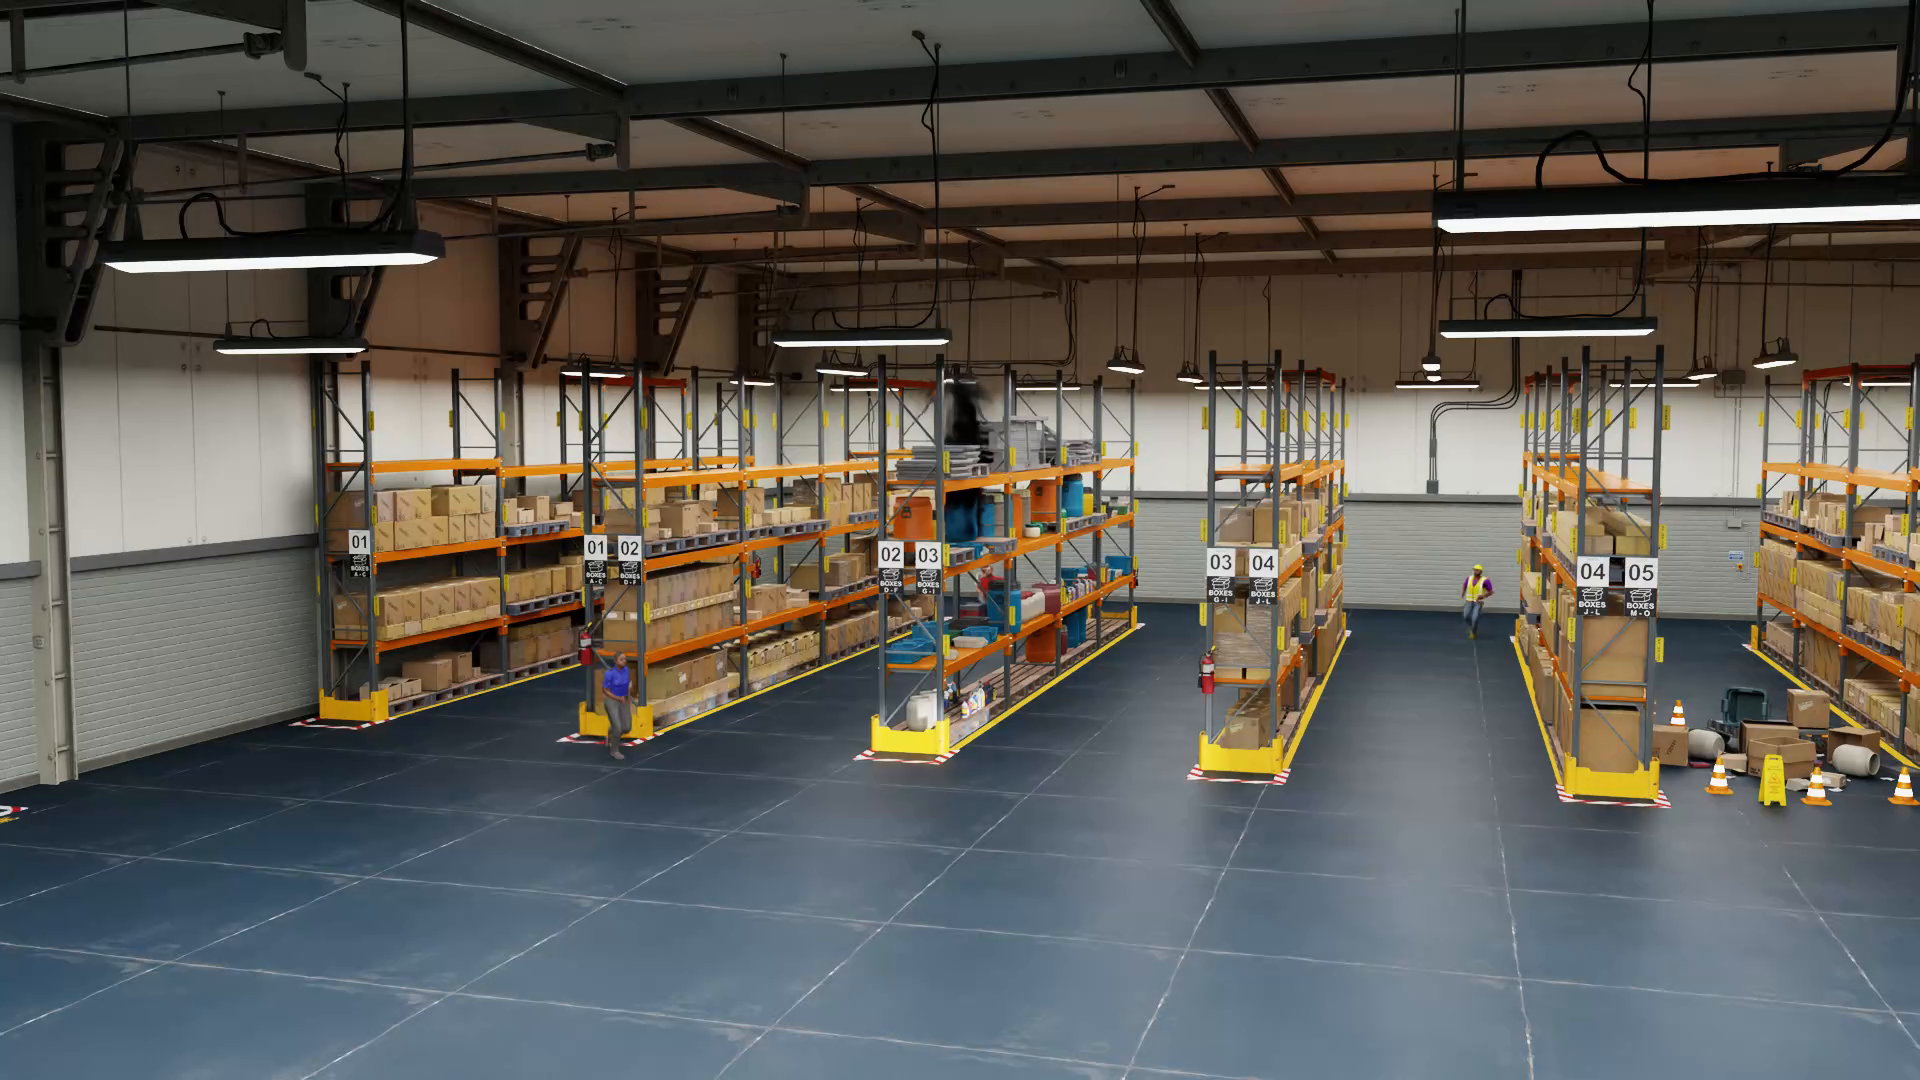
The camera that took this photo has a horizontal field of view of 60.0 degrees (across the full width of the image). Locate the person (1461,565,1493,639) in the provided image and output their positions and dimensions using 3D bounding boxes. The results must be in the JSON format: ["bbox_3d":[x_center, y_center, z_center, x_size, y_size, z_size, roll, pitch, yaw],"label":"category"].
[{"bbox_3d":[11.841,1.419,38.166,0.733,1.715,0.535,3,5,39],"label":"person"}]

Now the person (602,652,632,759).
[{"bbox_3d":[-5.091,2.450,24.722,0.622,1.613,0.569,4,6,43],"label":"person"}]

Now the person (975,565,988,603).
[{"bbox_3d":[0.623,1.312,40.917,0.529,1.553,0.606,0,4,3],"label":"person"}]

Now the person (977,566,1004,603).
[{"bbox_3d":[0.722,1.453,37.759,0.677,1.741,0.886,2,4,23],"label":"person"}]
